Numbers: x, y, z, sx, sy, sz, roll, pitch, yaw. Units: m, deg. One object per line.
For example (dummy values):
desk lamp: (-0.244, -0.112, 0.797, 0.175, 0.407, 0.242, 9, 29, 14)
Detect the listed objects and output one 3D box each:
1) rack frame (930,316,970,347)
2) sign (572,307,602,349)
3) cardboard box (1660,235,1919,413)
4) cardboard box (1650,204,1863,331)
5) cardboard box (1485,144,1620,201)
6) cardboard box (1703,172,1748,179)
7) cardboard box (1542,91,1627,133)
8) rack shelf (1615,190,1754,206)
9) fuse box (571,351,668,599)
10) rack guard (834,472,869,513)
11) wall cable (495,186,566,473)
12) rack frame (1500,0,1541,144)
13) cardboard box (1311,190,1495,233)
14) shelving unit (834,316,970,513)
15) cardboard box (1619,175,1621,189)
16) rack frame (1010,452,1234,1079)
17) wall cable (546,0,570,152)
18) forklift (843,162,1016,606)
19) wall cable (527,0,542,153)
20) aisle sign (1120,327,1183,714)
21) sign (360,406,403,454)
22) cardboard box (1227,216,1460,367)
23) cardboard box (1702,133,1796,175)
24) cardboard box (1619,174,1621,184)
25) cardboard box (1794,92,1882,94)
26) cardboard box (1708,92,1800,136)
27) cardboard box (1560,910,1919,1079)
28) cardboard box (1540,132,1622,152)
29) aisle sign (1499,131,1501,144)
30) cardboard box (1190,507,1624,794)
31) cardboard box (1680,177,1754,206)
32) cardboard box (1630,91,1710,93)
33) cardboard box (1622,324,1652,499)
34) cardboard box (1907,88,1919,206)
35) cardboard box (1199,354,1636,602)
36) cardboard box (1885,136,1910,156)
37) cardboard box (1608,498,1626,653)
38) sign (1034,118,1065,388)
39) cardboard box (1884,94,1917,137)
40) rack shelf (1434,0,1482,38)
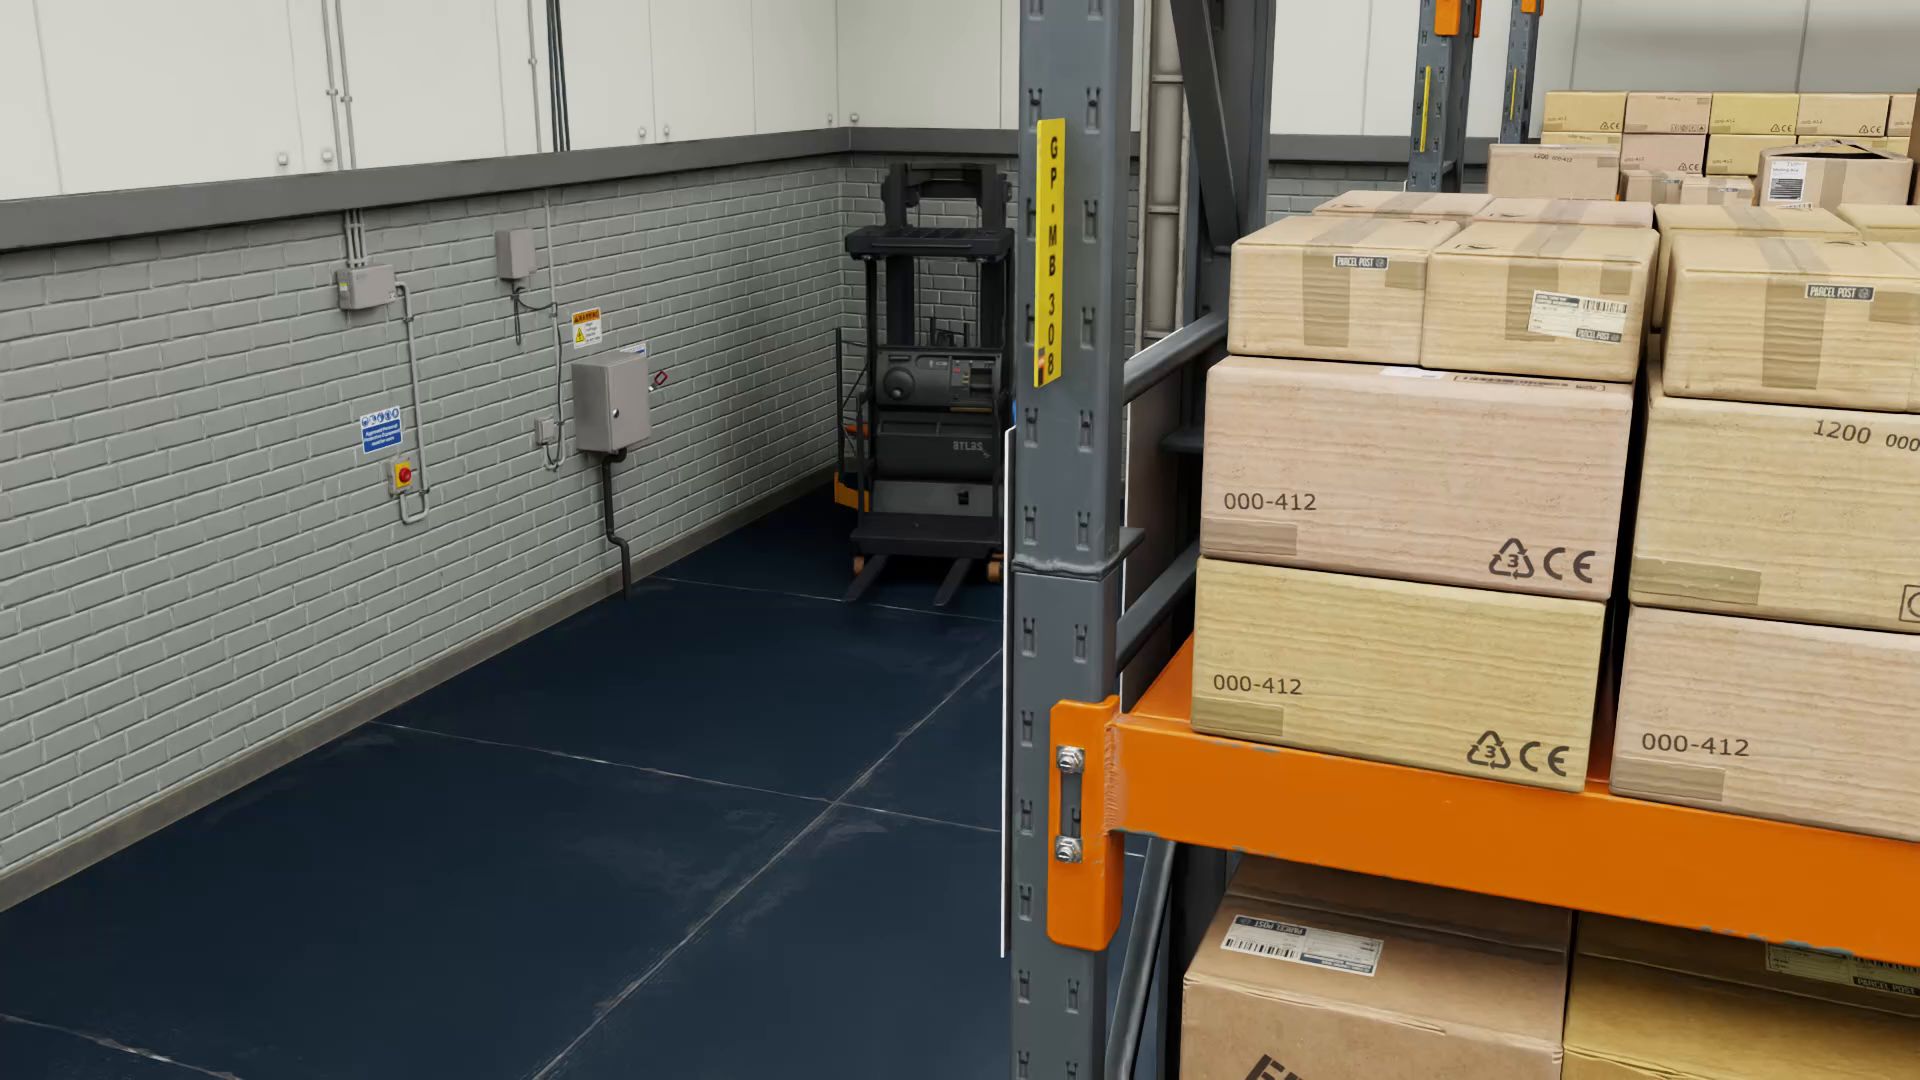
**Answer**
rack frame: (-0.089, -1.180, 14.548, 0.032, 1.500, 0.500, -13, 21, -38)
sign: (-2.526, -1.438, 11.265, 0.001, 0.242, 0.339, 6, 17, 21)
cardboard box: (0.986, -0.270, 2.000, 0.250, 0.149, 0.380, 6, 17, 21)
cardboard box: (1.162, -0.405, 2.466, 0.250, 0.149, 0.380, 6, 17, 19)
cardboard box: (2.486, -1.529, 7.017, 0.500, 0.250, 0.500, 5, 17, 16)
cardboard box: (4.990, -2.321, 10.858, 0.250, 0.149, 0.380, 6, 17, 20)
cardboard box: (4.173, -2.862, 11.112, 0.500, 0.250, 0.500, 6, 17, 20)
rack shelf: (5.713, -2.112, 10.978, 4.000, 0.370, 1.077, 6, 17, 21)
fuse box: (-2.313, -0.416, 11.536, 0.414, 1.711, 0.539, 6, 17, 21)
rack guard: (-0.868, -0.398, 14.096, 0.087, 0.250, 0.587, -13, 21, -38)
wall cable: (-2.710, -1.361, 10.661, 0.122, 1.984, 0.588, 6, 17, 21)
rack frame: (3.852, -4.102, 11.164, 0.127, 3.000, 1.000, 6, 17, 21)
cardboard box: (0.729, -0.482, 2.730, 0.250, 0.149, 0.380, 6, 17, 20)
shelving unit: (-0.486, -1.087, 14.229, 1.083, 1.500, 0.587, -13, 21, -38)
cardboard box: (4.549, -2.398, 11.123, 0.250, 0.149, 0.380, 6, 17, 21)
rack frame: (0.312, 1.360, 3.107, 0.127, 3.000, 1.000, 6, 17, 21)
wall cable: (-2.025, -4.255, 11.623, 0.133, 3.039, 2.988, 6, 17, 21)
forklift: (-0.190, -1.198, 12.043, 1.130, 2.935, 3.031, 3, 16, 9)
wall cable: (-3.082, -3.518, 9.152, 0.029, 3.000, 2.355, 6, 17, 21)
aisle sign: (0.354, 0.027, 3.039, 0.004, 0.787, 0.394, 6, 17, 21)
sign: (-3.294, -0.628, 9.472, 0.001, 0.218, 0.327, 6, 17, 21)
cardboard box: (0.530, -0.347, 2.267, 0.250, 0.149, 0.380, 6, 17, 20)
cardboard box: (5.117, -2.514, 10.809, 0.500, 0.250, 0.500, 6, 17, 19)
cardboard box: (4.503, -2.557, 11.673, 0.250, 0.149, 0.380, 7, 17, 22)
cardboard box: (5.791, -2.838, 11.029, 0.500, 0.250, 0.500, 6, 17, 21)
cardboard box: (5.112, -2.758, 10.751, 0.500, 0.250, 0.500, 6, 17, 20)
cardboard box: (1.104, 0.854, 2.345, 0.500, 0.500, 0.500, 7, 18, 22)
cardboard box: (4.165, -2.617, 11.162, 0.500, 0.250, 0.500, 6, 17, 20)
aisle sign: (3.681, -2.401, 11.400, 0.004, 0.787, 0.394, 6, 17, 21)
cardboard box: (0.636, 0.104, 2.323, 0.500, 0.250, 0.500, 7, 18, 23)
cardboard box: (2.962, -1.332, 6.521, 0.250, 0.149, 0.380, 7, 18, 23)
cardboard box: (4.852, -2.946, 11.401, 0.500, 0.250, 0.500, 6, 17, 19)
cardboard box: (0.834, -0.267, 2.705, 0.500, 0.250, 0.500, 6, 17, 19)
cardboard box: (3.855, -1.427, 6.216, 0.500, 0.500, 0.500, 7, 17, 22)
cardboard box: (0.635, -0.135, 2.250, 0.500, 0.250, 0.500, 7, 17, 22)
cardboard box: (6.073, -2.414, 10.463, 0.500, 0.250, 0.500, 7, 17, 22)
cardboard box: (0.832, -0.030, 2.786, 0.500, 0.250, 0.500, 6, 17, 19)
sign: (0.113, -0.359, 2.082, 0.005, 0.325, 0.100, 6, 17, 21)
cardboard box: (6.072, -2.657, 10.403, 0.500, 0.250, 0.500, 7, 17, 22)
rack shelf: (3.895, -2.073, 6.180, 4.000, 0.370, 1.077, 6, 17, 21)
